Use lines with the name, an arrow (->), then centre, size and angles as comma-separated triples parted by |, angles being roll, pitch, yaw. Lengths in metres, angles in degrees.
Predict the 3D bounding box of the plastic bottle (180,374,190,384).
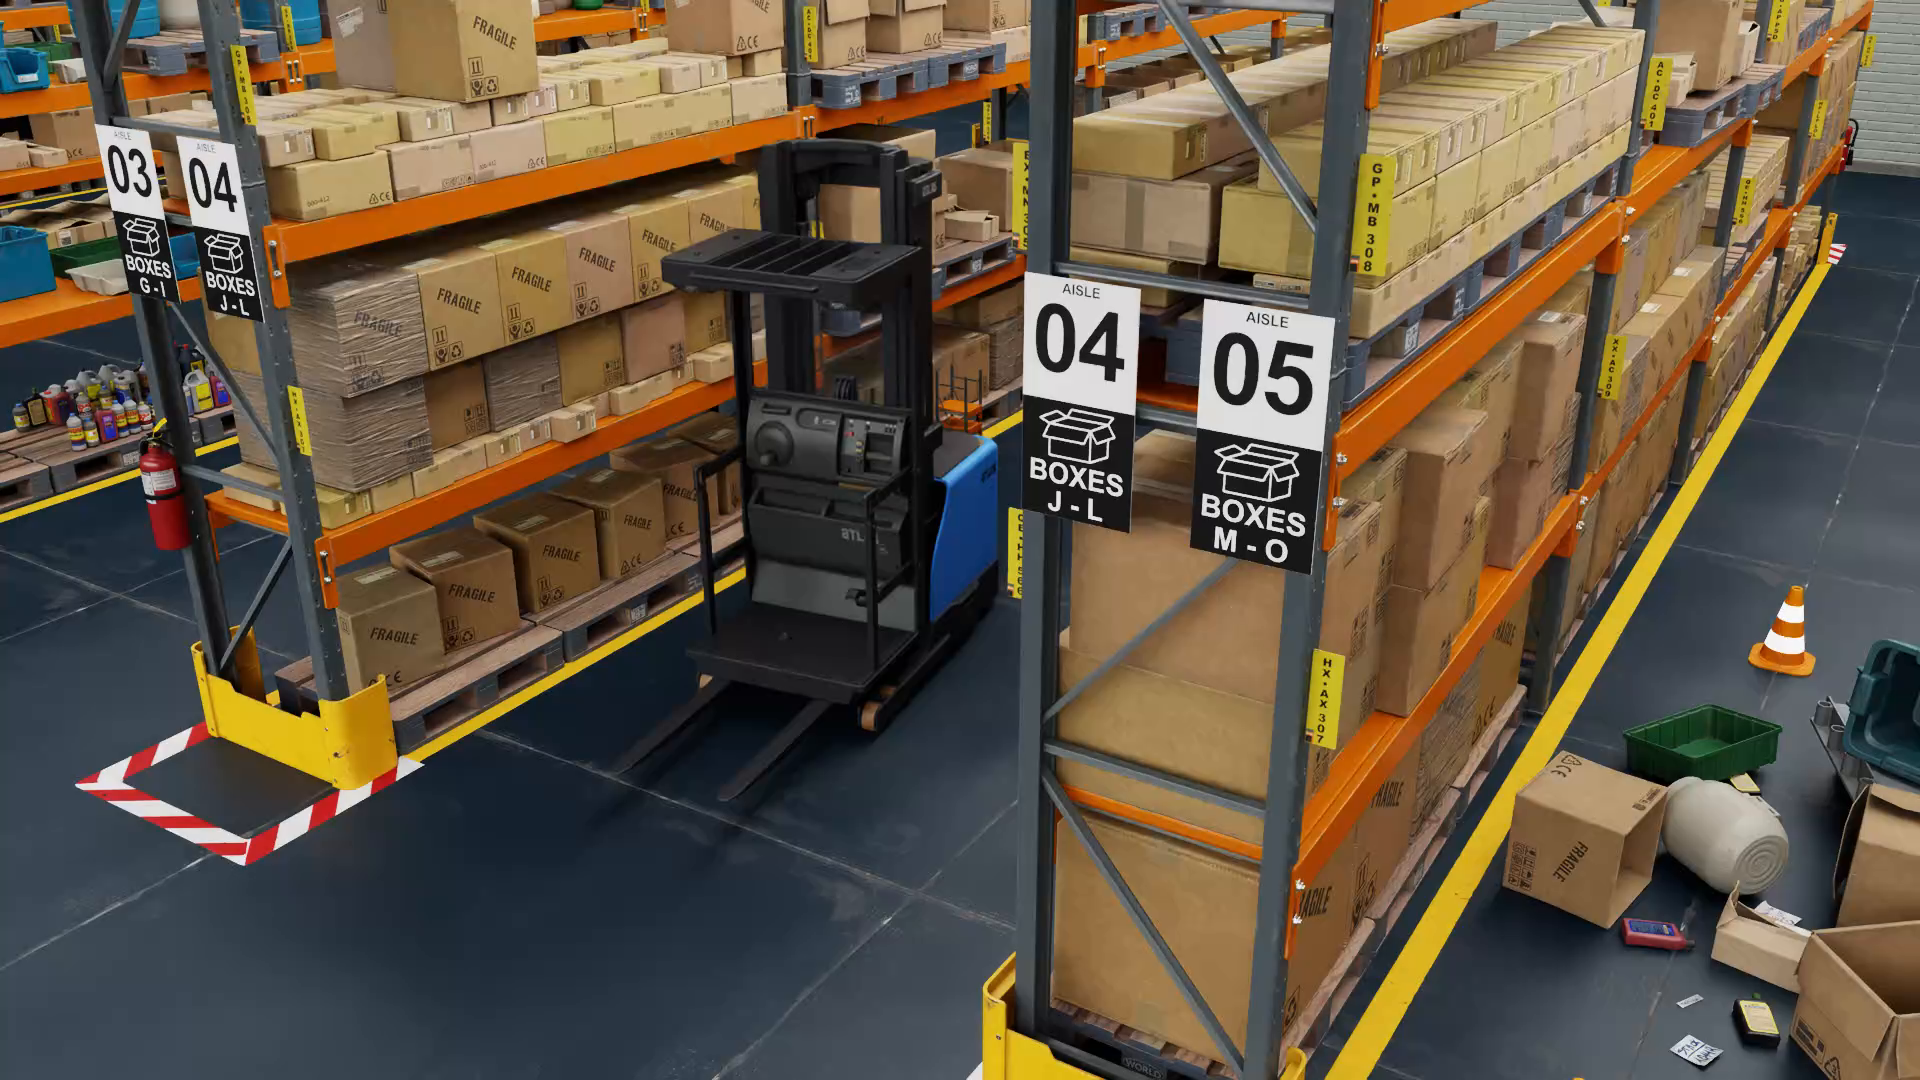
plastic bottle -> -6.065, -1.169, 13.040 | 0.061, 0.283, 0.133 | 14, 27, 29

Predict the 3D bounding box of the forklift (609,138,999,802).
forklift -> -0.807, -0.513, 8.745 | 1.130, 2.935, 3.031 | 10, 25, 21

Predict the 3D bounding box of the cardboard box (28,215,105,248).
cardboard box -> -9.106, -3.135, 16.943 | 0.500, 0.311, 0.500 | 14, 27, 28

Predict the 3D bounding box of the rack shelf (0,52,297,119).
rack shelf -> -6.653, -3.024, 11.589 | 1.077, 0.370, 4.000 | 14, 27, 29

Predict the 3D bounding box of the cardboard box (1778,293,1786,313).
cardboard box -> 7.596, -2.271, 15.780 | 0.380, 0.149, 0.250 | 15, 27, 30

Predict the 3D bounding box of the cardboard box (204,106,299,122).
cardboard box -> -3.382, -1.978, 7.954 | 0.380, 0.149, 0.250 | 13, 27, 27

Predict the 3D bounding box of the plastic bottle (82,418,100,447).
plastic bottle -> -6.432, -0.802, 12.295 | 0.097, 0.201, 0.097 | 0, 23, 0

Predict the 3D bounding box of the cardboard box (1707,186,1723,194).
cardboard box -> 5.561, -2.530, 12.357 | 0.380, 0.149, 0.250 | 14, 27, 29

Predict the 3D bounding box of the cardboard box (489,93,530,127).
cardboard box -> -2.444, -2.231, 8.540 | 0.380, 0.149, 0.250 | 13, 26, 27

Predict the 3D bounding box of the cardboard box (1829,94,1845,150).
cardboard box -> 8.546, -4.222, 16.727 | 0.500, 0.500, 0.500 | 14, 27, 29

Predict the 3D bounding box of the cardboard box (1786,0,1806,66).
cardboard box -> 5.924, -3.791, 12.329 | 0.500, 0.500, 0.500 | 14, 27, 29

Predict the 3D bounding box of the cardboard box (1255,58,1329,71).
cardboard box -> 1.354, -1.756, 6.414 | 0.380, 0.149, 0.250 | 14, 27, 29

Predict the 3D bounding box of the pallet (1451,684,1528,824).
pallet -> 2.303, 0.979, 8.723 | 1.003, 0.211, 1.213 | 14, 27, 29

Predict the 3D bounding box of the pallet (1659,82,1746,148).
pallet -> 3.998, -2.574, 9.883 | 1.003, 0.211, 1.213 | 15, 28, 31

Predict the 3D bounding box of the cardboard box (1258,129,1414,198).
cardboard box -> 1.107, -1.103, 4.904 | 0.380, 0.149, 0.250 | 14, 27, 30

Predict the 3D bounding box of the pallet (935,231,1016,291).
pallet -> -0.290, -2.200, 12.797 | 1.003, 0.211, 1.213 | 14, 27, 29

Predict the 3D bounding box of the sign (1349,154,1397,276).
sign -> 1.129, -0.887, 4.547 | 0.100, 0.325, 0.005 | 14, 27, 29

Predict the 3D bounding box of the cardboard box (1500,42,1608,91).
cardboard box -> 2.450, -1.962, 6.890 | 0.380, 0.149, 0.250 | 14, 27, 30

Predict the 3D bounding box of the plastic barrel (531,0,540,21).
plastic barrel -> -3.961, -4.837, 15.047 | 0.301, 0.262, 0.301 | 0, 23, 0

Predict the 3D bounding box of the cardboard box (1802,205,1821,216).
cardboard box -> 9.036, -3.517, 17.909 | 0.380, 0.149, 0.250 | 14, 27, 30

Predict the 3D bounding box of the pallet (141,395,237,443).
pallet -> -5.988, -1.155, 13.652 | 1.003, 0.211, 1.213 | 14, 27, 29

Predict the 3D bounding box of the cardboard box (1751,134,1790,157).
cardboard box -> 6.944, -3.415, 14.402 | 0.380, 0.149, 0.250 | 15, 28, 31

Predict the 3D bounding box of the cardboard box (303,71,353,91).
cardboard box -> -7.458, -5.517, 19.563 | 0.700, 0.500, 0.500 | 5, 24, 11

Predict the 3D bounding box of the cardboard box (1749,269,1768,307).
cardboard box -> 6.530, -2.156, 14.128 | 0.500, 0.250, 0.500 | 15, 28, 31

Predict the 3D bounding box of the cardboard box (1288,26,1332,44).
cardboard box -> 4.193, -5.802, 19.748 | 0.500, 0.500, 0.500 | 13, 27, 28

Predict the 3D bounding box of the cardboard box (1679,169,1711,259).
cardboard box -> 4.635, -2.246, 11.279 | 0.700, 0.500, 0.500 | 14, 27, 29

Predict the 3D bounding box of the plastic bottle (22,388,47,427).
plastic bottle -> -7.066, -1.013, 12.679 | 0.061, 0.283, 0.133 | 15, 27, 30

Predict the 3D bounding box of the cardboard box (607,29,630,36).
cardboard box -> -4.825, -7.171, 22.654 | 0.500, 0.500, 0.500 | 13, 27, 27

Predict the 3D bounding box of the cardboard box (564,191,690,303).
cardboard box -> -1.921, -1.709, 9.662 | 0.500, 0.500, 0.500 | 14, 27, 29

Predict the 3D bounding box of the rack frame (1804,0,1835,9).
rack frame -> 6.990, -5.994, 13.769 | 1.000, 3.000, 0.127 | 14, 27, 29

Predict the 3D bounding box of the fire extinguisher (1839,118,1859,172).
fire extinguisher -> 9.625, -4.373, 18.142 | 0.296, 0.674, 0.183 | 14, 27, 29

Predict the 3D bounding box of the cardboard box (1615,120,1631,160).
cardboard box -> 2.850, -1.851, 7.636 | 0.380, 0.149, 0.250 | 14, 27, 29

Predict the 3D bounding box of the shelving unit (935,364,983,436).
shelving unit -> -0.008, -0.546, 11.000 | 0.258, 1.200, 0.189 | 14, 27, 29

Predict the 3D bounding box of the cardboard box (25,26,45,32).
cardboard box -> -11.886, -6.822, 21.763 | 0.500, 0.250, 0.500 | 15, 27, 30

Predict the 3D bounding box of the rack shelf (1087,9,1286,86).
rack shelf -> 1.775, -4.686, 15.429 | 1.077, 0.370, 4.000 | 14, 27, 29

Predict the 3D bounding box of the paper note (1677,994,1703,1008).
paper note -> 3.008, 1.899, 6.850 | 0.123, 0.001, 0.032 | -12, 26, -26

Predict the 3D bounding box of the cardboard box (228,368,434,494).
cardboard box -> -3.187, -0.627, 8.422 | 0.875, 0.500, 0.500 | 14, 27, 29

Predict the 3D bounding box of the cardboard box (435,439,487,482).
cardboard box -> -2.740, -0.446, 8.820 | 0.380, 0.149, 0.250 | 14, 27, 29

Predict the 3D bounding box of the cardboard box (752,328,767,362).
cardboard box -> -1.394, -1.283, 10.753 | 0.380, 0.149, 0.250 | 14, 27, 29

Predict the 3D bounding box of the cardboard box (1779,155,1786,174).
cardboard box -> 6.948, -3.279, 14.463 | 0.380, 0.149, 0.250 | 15, 27, 31

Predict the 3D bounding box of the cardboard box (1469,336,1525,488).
cardboard box -> 1.953, -0.625, 7.369 | 0.875, 0.550, 0.550 | 14, 27, 29

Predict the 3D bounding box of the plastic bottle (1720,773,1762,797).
plastic bottle -> 3.907, 1.217, 8.362 | 0.133, 0.061, 0.283 | 1, 23, 2

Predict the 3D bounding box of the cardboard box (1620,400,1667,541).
cardboard box -> 4.024, -0.569, 11.092 | 1.050, 0.750, 0.750 | 14, 27, 30

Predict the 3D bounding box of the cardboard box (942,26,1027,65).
cardboard box -> 0.160, -3.721, 12.483 | 0.500, 0.250, 0.500 | 15, 27, 30

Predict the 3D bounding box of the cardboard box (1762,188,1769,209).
cardboard box -> 6.547, -2.887, 13.931 | 0.380, 0.149, 0.250 | 12, 26, 26

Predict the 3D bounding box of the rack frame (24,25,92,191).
rack frame -> -11.905, -6.079, 21.516 | 1.000, 3.000, 0.127 | 14, 27, 29

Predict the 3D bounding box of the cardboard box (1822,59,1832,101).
cardboard box -> 7.696, -4.162, 15.329 | 0.500, 0.500, 0.500 | 13, 27, 27

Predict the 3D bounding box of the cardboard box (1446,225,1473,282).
cardboard box -> 1.513, -0.996, 5.660 | 0.380, 0.149, 0.250 | 14, 27, 29

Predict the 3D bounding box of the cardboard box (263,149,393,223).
cardboard box -> -3.027, -1.681, 7.770 | 0.500, 0.250, 0.500 | 15, 27, 30

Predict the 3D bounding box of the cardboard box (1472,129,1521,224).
cardboard box -> 1.665, -1.325, 5.919 | 0.500, 0.250, 0.500 | 14, 27, 29

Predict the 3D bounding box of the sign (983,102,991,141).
sign -> 0.246, -3.611, 14.358 | 0.100, 0.325, 0.005 | 14, 27, 29

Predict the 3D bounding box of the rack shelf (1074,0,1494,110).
rack shelf -> 1.715, -2.105, 6.195 | 1.077, 0.370, 4.000 | 14, 27, 29

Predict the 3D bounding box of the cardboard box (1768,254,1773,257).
cardboard box -> 7.635, -2.648, 15.901 | 0.380, 0.149, 0.250 | 13, 27, 28

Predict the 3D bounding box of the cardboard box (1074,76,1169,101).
cardboard box -> 1.465, -3.934, 15.172 | 0.797, 0.503, 0.637 | 15, 27, 30

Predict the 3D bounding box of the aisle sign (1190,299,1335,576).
aisle sign -> 0.878, -0.297, 4.888 | 0.394, 0.787, 0.004 | 14, 27, 29

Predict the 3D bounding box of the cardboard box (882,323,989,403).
cardboard box -> -0.192, -1.406, 13.315 | 0.700, 0.500, 0.500 | 16, 28, 33

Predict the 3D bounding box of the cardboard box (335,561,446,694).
cardboard box -> -3.157, 0.483, 8.977 | 0.500, 0.500, 0.500 | 20, 30, 38
